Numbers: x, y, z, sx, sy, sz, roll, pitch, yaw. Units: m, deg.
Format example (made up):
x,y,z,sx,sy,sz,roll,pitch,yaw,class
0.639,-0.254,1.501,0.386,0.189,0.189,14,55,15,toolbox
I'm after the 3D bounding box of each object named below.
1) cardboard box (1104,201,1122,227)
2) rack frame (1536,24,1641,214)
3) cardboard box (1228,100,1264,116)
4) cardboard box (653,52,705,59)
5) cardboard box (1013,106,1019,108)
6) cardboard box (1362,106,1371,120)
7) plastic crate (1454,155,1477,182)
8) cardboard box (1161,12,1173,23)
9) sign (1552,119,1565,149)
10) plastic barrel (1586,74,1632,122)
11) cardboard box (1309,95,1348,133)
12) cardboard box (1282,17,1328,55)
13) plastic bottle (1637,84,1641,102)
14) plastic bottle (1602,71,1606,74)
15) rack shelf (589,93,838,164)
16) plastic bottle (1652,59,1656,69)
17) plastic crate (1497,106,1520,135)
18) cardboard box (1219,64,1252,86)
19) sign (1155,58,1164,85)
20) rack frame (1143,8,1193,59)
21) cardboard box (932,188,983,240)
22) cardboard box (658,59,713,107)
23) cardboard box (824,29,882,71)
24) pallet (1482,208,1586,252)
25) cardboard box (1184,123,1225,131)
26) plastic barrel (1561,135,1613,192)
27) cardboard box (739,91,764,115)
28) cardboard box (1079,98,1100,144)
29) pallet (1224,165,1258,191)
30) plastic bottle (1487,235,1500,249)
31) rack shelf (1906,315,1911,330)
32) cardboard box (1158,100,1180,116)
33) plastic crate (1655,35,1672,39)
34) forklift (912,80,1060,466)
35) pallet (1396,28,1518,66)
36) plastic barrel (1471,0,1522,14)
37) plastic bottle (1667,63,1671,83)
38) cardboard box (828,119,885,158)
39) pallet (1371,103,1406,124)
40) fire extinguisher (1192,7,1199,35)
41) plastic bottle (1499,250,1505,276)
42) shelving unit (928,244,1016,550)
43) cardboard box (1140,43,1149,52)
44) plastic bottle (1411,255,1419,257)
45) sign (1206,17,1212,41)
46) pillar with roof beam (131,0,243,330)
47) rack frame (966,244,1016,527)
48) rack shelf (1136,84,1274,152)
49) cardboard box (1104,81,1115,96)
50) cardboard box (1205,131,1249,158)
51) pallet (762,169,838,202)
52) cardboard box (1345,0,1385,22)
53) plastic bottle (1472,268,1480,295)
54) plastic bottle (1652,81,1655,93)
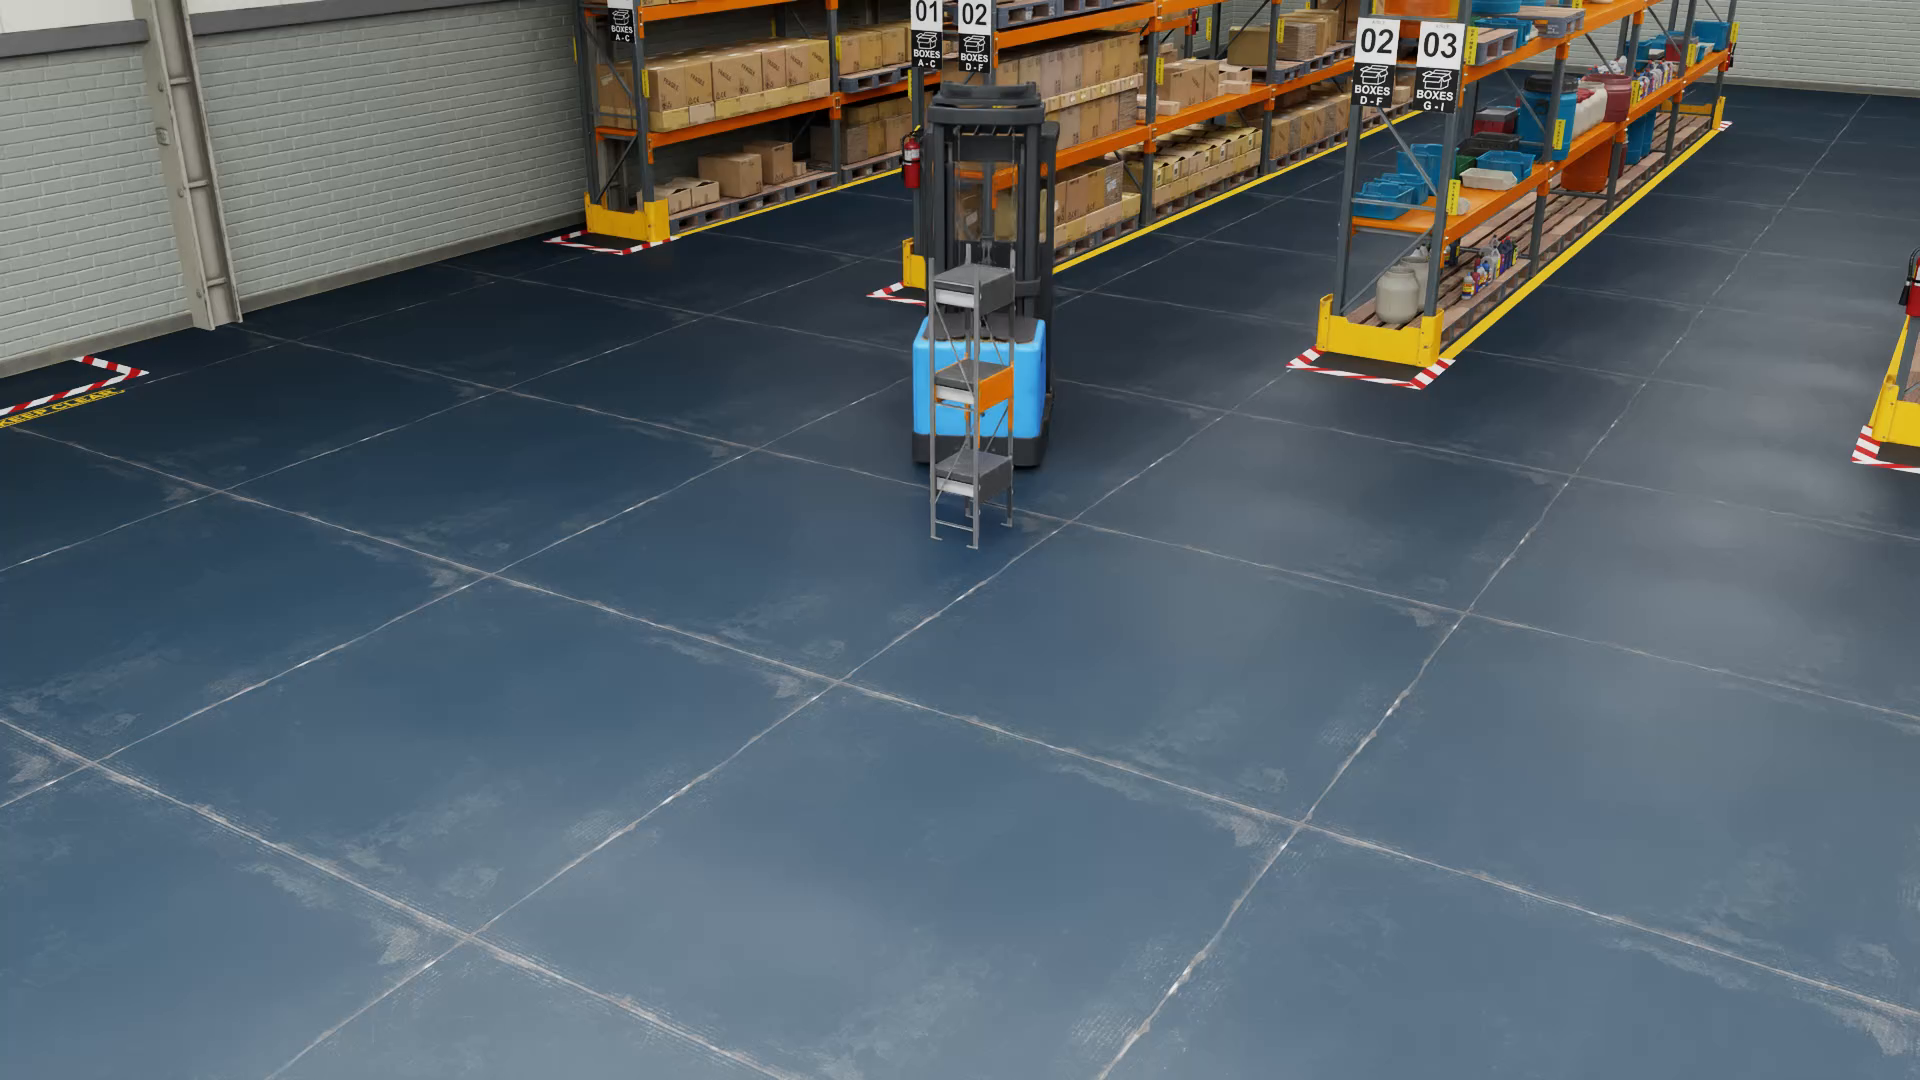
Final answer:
x,y,z,sx,sy,sz,roll,pitch,yaw,class
1.706,-4.136,20.960,0.500,0.250,0.500,14,27,29,cardboard box
8.353,-5.885,22.068,1.000,3.000,0.127,14,27,29,rack frame
4.467,-6.708,25.617,0.500,0.250,0.500,15,28,31,cardboard box
-3.672,-6.092,21.767,0.500,0.500,0.500,13,27,28,cardboard box
0.454,-4.744,18.492,0.380,0.149,0.250,13,27,28,cardboard box
6.662,-7.338,28.256,0.500,0.311,0.500,14,27,29,cardboard box
5.288,-4.038,18.070,0.450,0.188,0.662,14,27,29,plastic crate
3.522,-10.376,32.066,0.980,0.700,0.700,14,27,29,cardboard box
6.705,-4.543,18.619,0.100,0.325,0.005,14,27,29,sign
8.366,-5.727,21.532,0.600,0.536,0.708,14,27,29,plastic barrel
5.973,-6.937,27.091,0.500,0.500,0.500,14,27,29,cardboard box
5.378,-7.903,26.076,0.700,0.500,0.500,7,24,16,cardboard box
9.332,-6.179,22.895,0.061,0.283,0.133,14,27,29,plastic bottle
9.220,-6.579,23.834,0.097,0.271,0.097,0,23,0,plastic bottle
-3.228,-5.606,22.329,1.077,0.370,4.000,14,27,29,rack shelf
10.134,-6.864,24.391,0.144,0.351,0.185,14,27,29,plastic bottle
6.561,-4.965,19.963,0.392,0.384,0.575,14,27,29,plastic crate
3.918,-6.769,24.224,0.500,0.311,0.500,16,28,32,cardboard box
2.510,-5.892,20.895,0.100,0.325,0.005,14,27,29,sign
4.157,-10.661,33.101,1.000,3.000,0.127,14,27,29,rack frame
-0.043,-3.742,19.107,0.500,0.500,0.500,14,27,29,cardboard box
-3.507,-5.808,21.111,0.500,0.500,0.500,14,27,29,cardboard box
-1.575,-7.210,24.450,0.700,0.500,0.500,17,29,34,cardboard box
7.267,-3.942,21.089,1.003,0.211,1.213,14,27,29,pallet
3.621,-5.997,24.554,0.500,0.311,0.500,15,28,31,cardboard box
8.597,-5.250,22.805,0.600,0.830,0.708,14,27,29,plastic barrel
-2.952,-5.818,22.078,0.500,0.250,0.500,14,27,29,cardboard box
1.268,-5.121,20.177,0.700,0.500,0.500,14,27,30,cardboard box
3.680,-5.375,24.400,1.003,0.211,1.213,14,27,29,pallet
6.026,-3.273,18.816,0.144,0.351,0.185,14,27,29,plastic bottle
9.396,-2.492,15.135,1.077,0.370,4.000,14,27,29,rack shelf
2.678,-5.715,21.992,0.380,0.149,0.250,14,27,29,cardboard box
11.816,-8.299,27.780,0.416,0.233,0.300,14,27,29,plastic crate
0.272,-2.491,14.315,1.130,2.935,3.031,2,24,5,forklift
4.653,-4.733,15.870,1.003,0.211,1.213,14,27,29,pallet
5.628,-6.020,17.446,0.600,0.901,0.708,14,27,29,plastic barrel
10.447,-6.893,24.543,0.061,0.283,0.133,14,27,29,plastic bottle
-1.569,-6.102,25.163,0.700,0.500,0.500,13,27,28,cardboard box
7.263,-7.639,29.631,1.003,0.211,1.213,14,27,29,pallet
4.628,-10.409,33.084,0.296,0.674,0.183,14,27,29,fire extinguisher
5.997,-3.084,18.463,0.061,0.283,0.133,16,28,32,plastic bottle
0.087,-1.019,11.962,0.431,2.100,0.503,14,27,29,shelving unit
3.502,-9.660,32.590,0.380,0.149,0.250,14,27,29,cardboard box
4.959,-2.974,18.220,0.152,0.276,0.135,13,27,28,plastic bottle
3.681,-7.530,24.510,0.100,0.325,0.005,14,27,29,sign
-4.156,-5.504,13.637,9.100,9.000,0.400,14,27,29,pillar with roof beam
0.216,-1.102,12.152,0.400,2.100,0.015,14,27,29,rack frame
3.092,-5.919,23.052,1.077,0.370,4.000,14,27,29,rack shelf
1.670,-5.520,20.283,0.380,0.149,0.250,14,27,29,cardboard box
3.812,-5.707,23.884,0.500,0.311,0.500,13,27,28,cardboard box
-2.497,-5.097,23.758,1.003,0.211,1.213,14,27,29,pallet
6.745,-8.879,27.600,0.500,0.500,0.500,15,27,30,cardboard box
5.490,-2.759,17.713,0.061,0.283,0.133,14,27,30,plastic bottle
9.840,-6.481,23.695,0.097,0.201,0.097,0,23,0,plastic bottle
